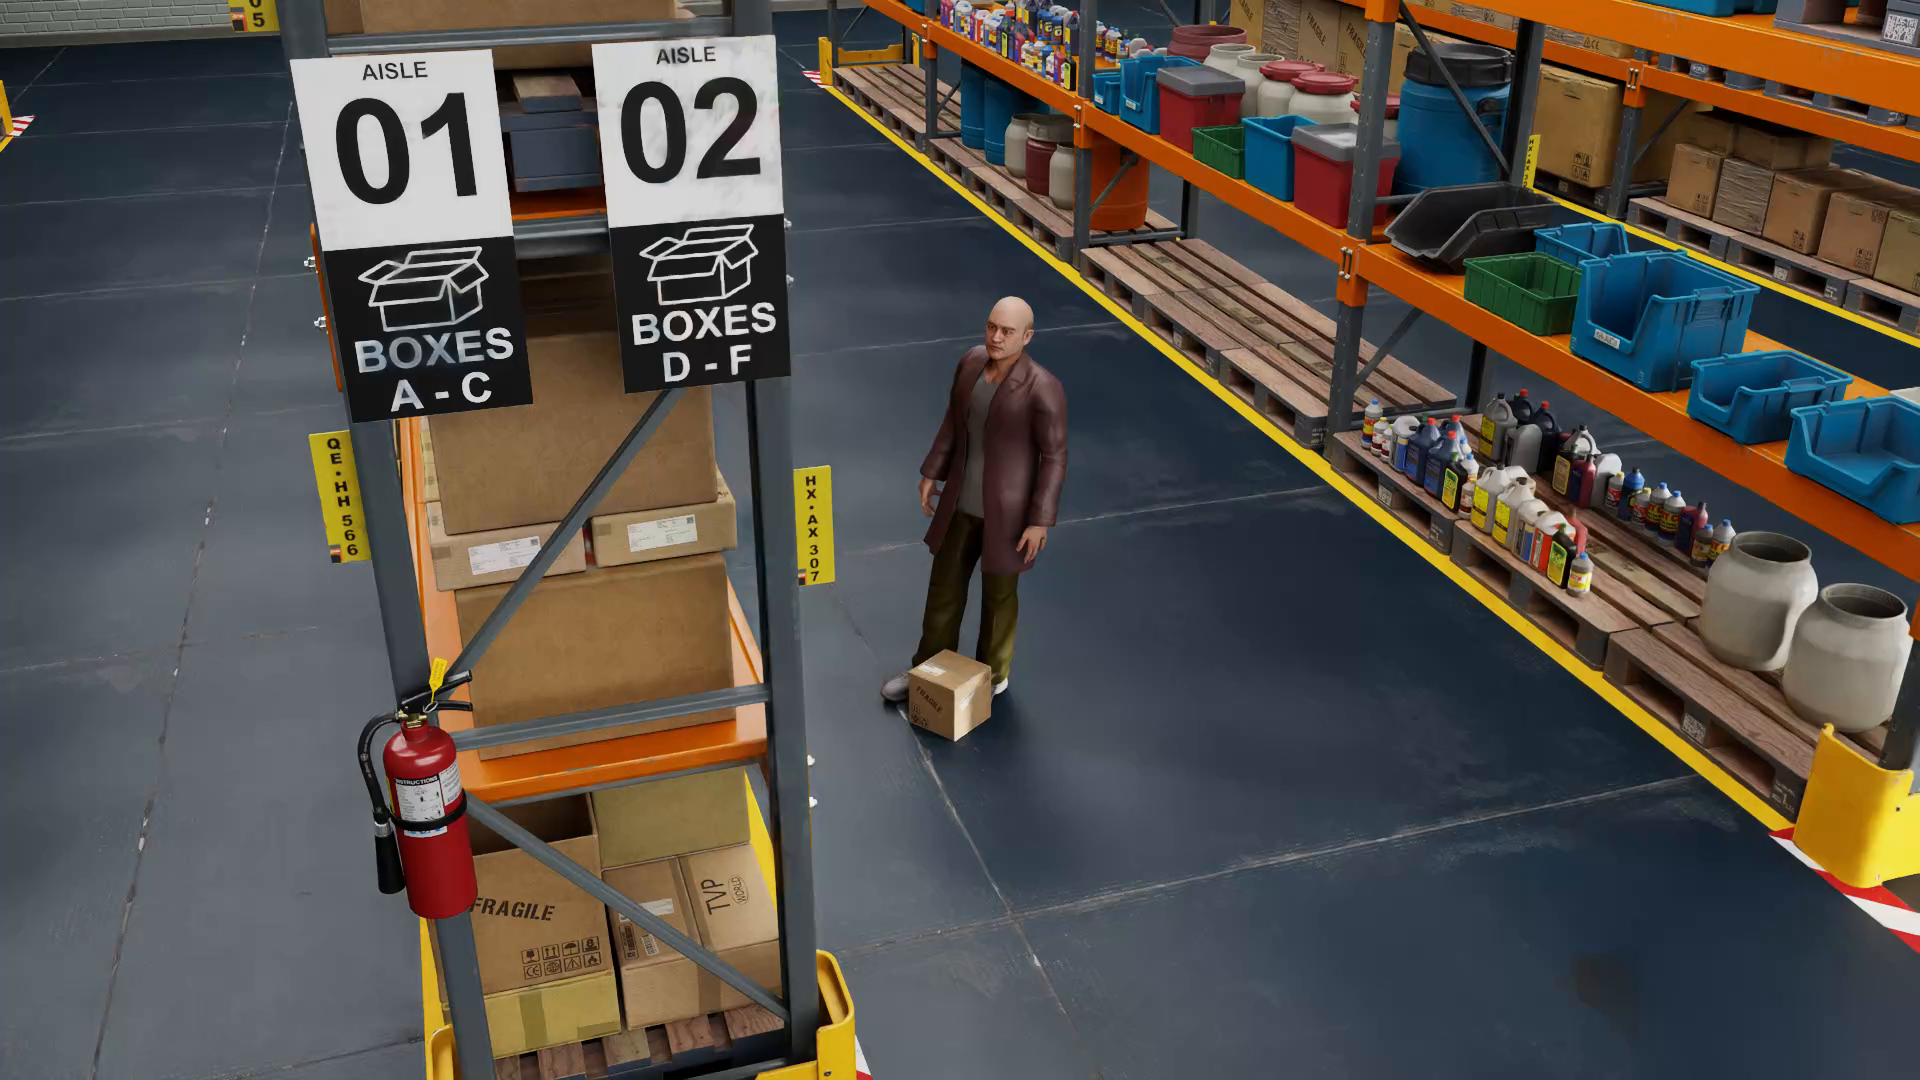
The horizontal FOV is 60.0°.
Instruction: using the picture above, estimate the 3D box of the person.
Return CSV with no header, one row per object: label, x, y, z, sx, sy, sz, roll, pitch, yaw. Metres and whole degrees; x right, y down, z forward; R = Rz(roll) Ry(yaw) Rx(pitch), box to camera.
person,0.065,-0.106,6.842,0.698,1.763,0.580,20,33,35
